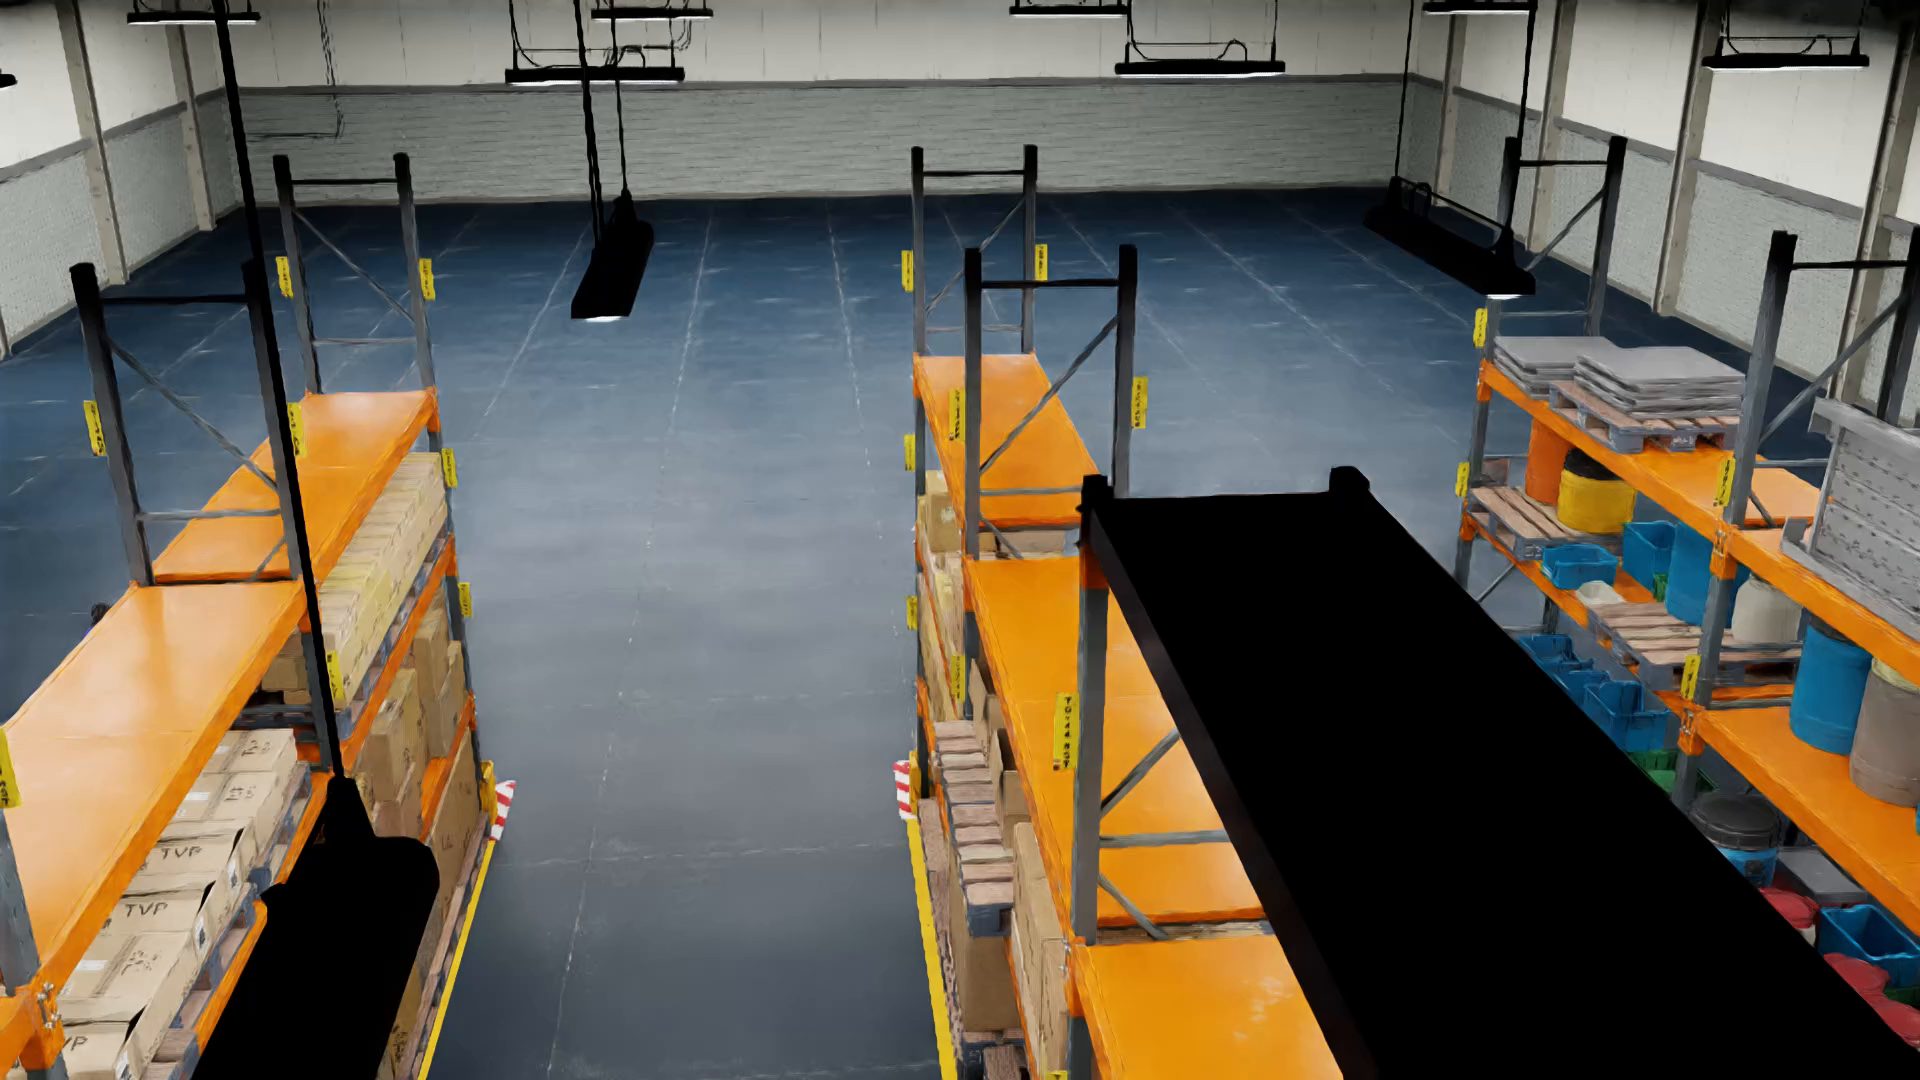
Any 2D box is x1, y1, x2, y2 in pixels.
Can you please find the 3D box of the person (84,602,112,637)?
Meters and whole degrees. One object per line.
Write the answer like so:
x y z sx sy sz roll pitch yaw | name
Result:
-8.169 1.336 16.063 0.444 1.585 0.990 1 22 3 | person
